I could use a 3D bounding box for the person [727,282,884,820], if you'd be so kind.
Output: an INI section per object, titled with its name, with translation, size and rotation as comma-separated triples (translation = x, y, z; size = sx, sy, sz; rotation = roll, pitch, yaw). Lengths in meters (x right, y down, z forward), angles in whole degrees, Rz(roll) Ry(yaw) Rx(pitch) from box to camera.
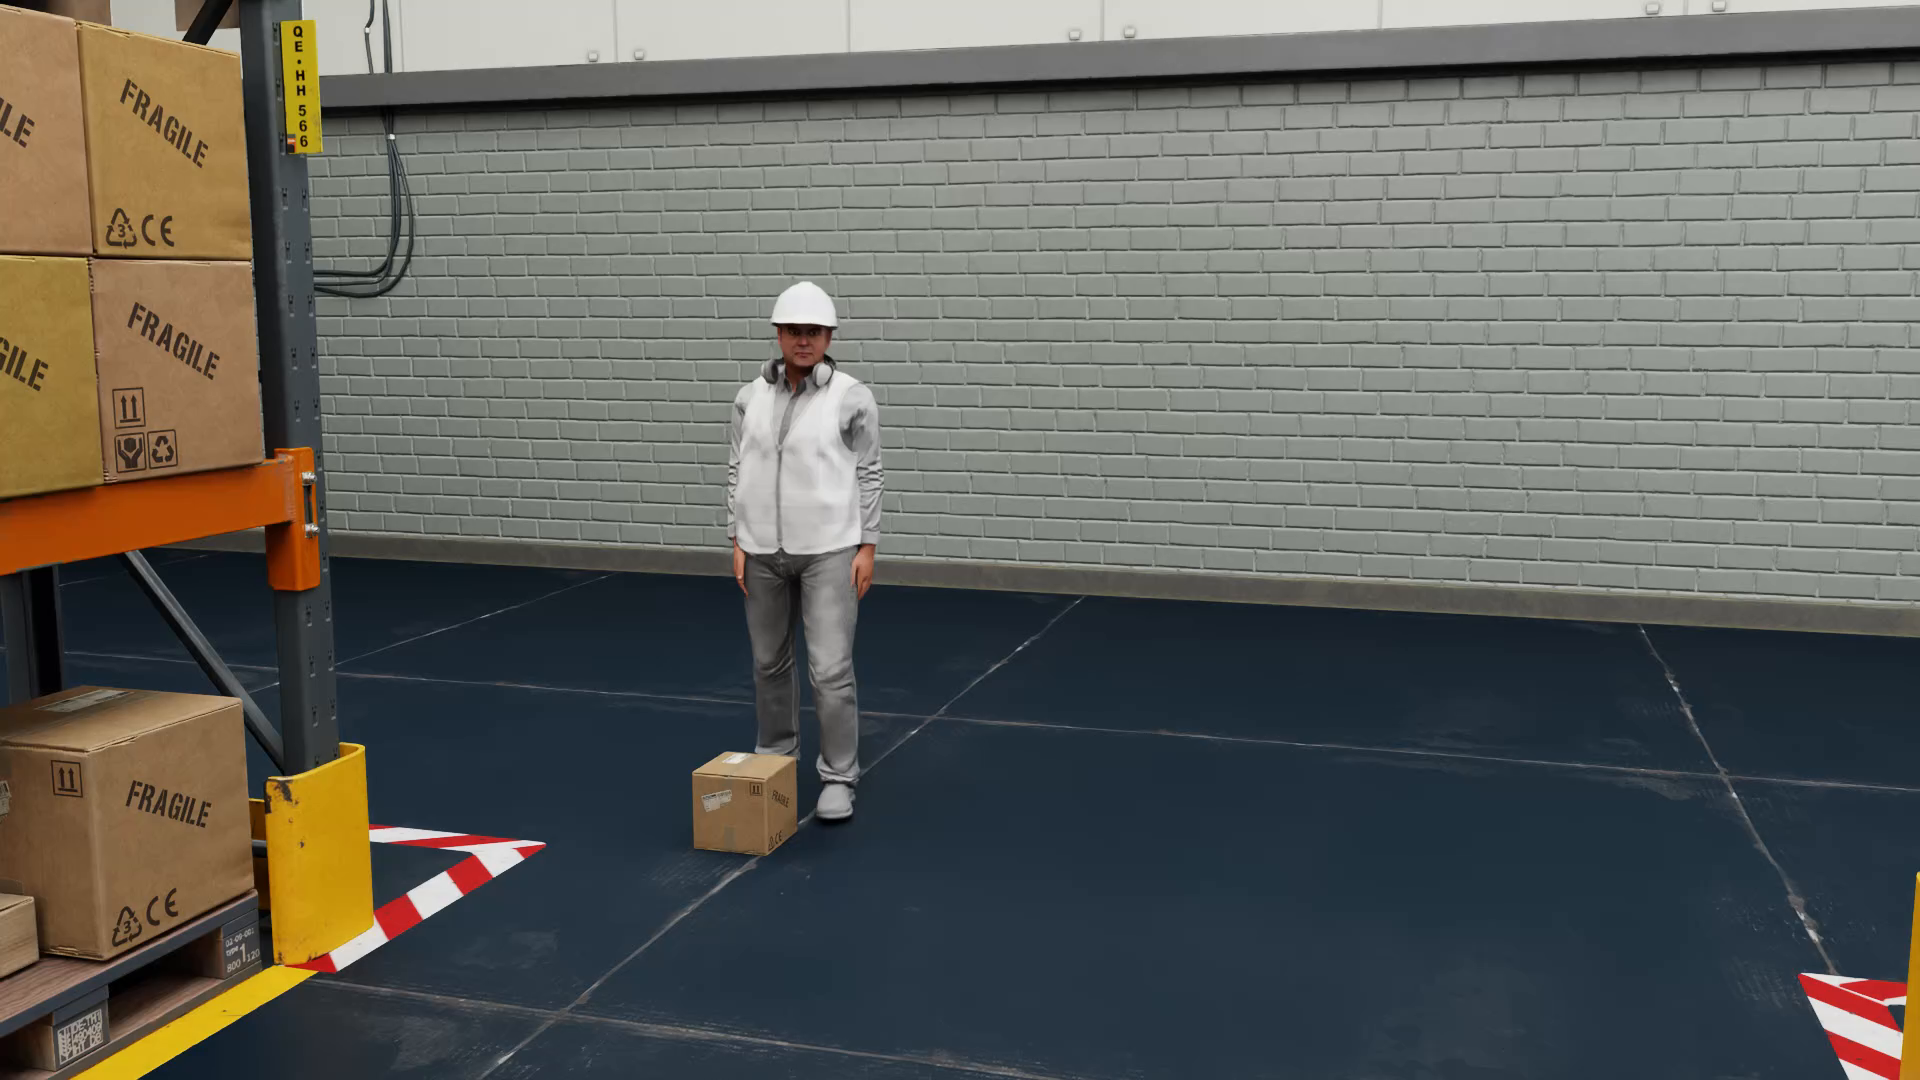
[person]
translation = -0.538, 0.036, 5.614
size = 0.572, 1.792, 0.498
rotation = 2, 9, 16
